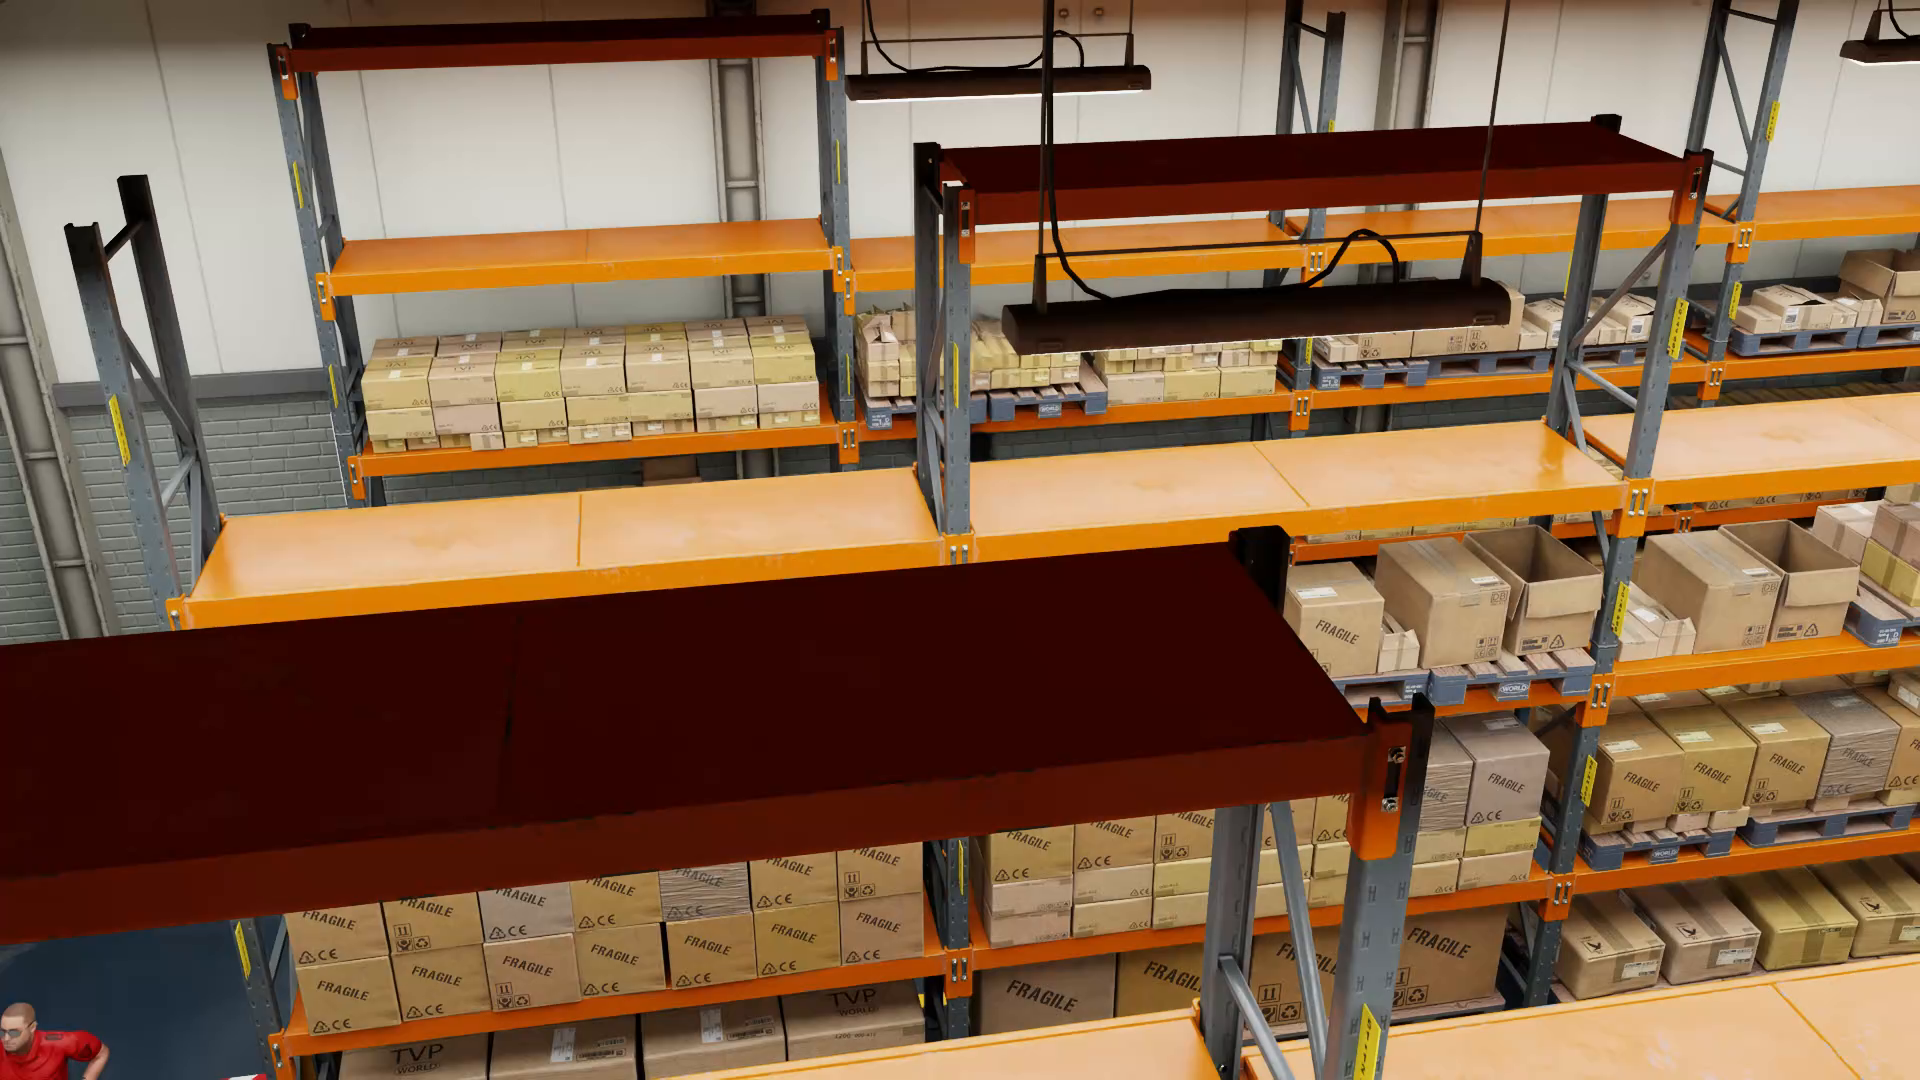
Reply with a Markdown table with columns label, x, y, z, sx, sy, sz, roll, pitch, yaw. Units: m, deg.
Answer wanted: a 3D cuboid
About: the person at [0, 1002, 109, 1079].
| label | x | y | z | sx | sy | sz | roll | pitch | yaw |
| --- | --- | --- | --- | --- | --- | --- | --- | --- | --- |
| person | -5.203 | 3.351 | 9.458 | 0.661 | 1.757 | 0.713 | 2 | 26 | 4 |
